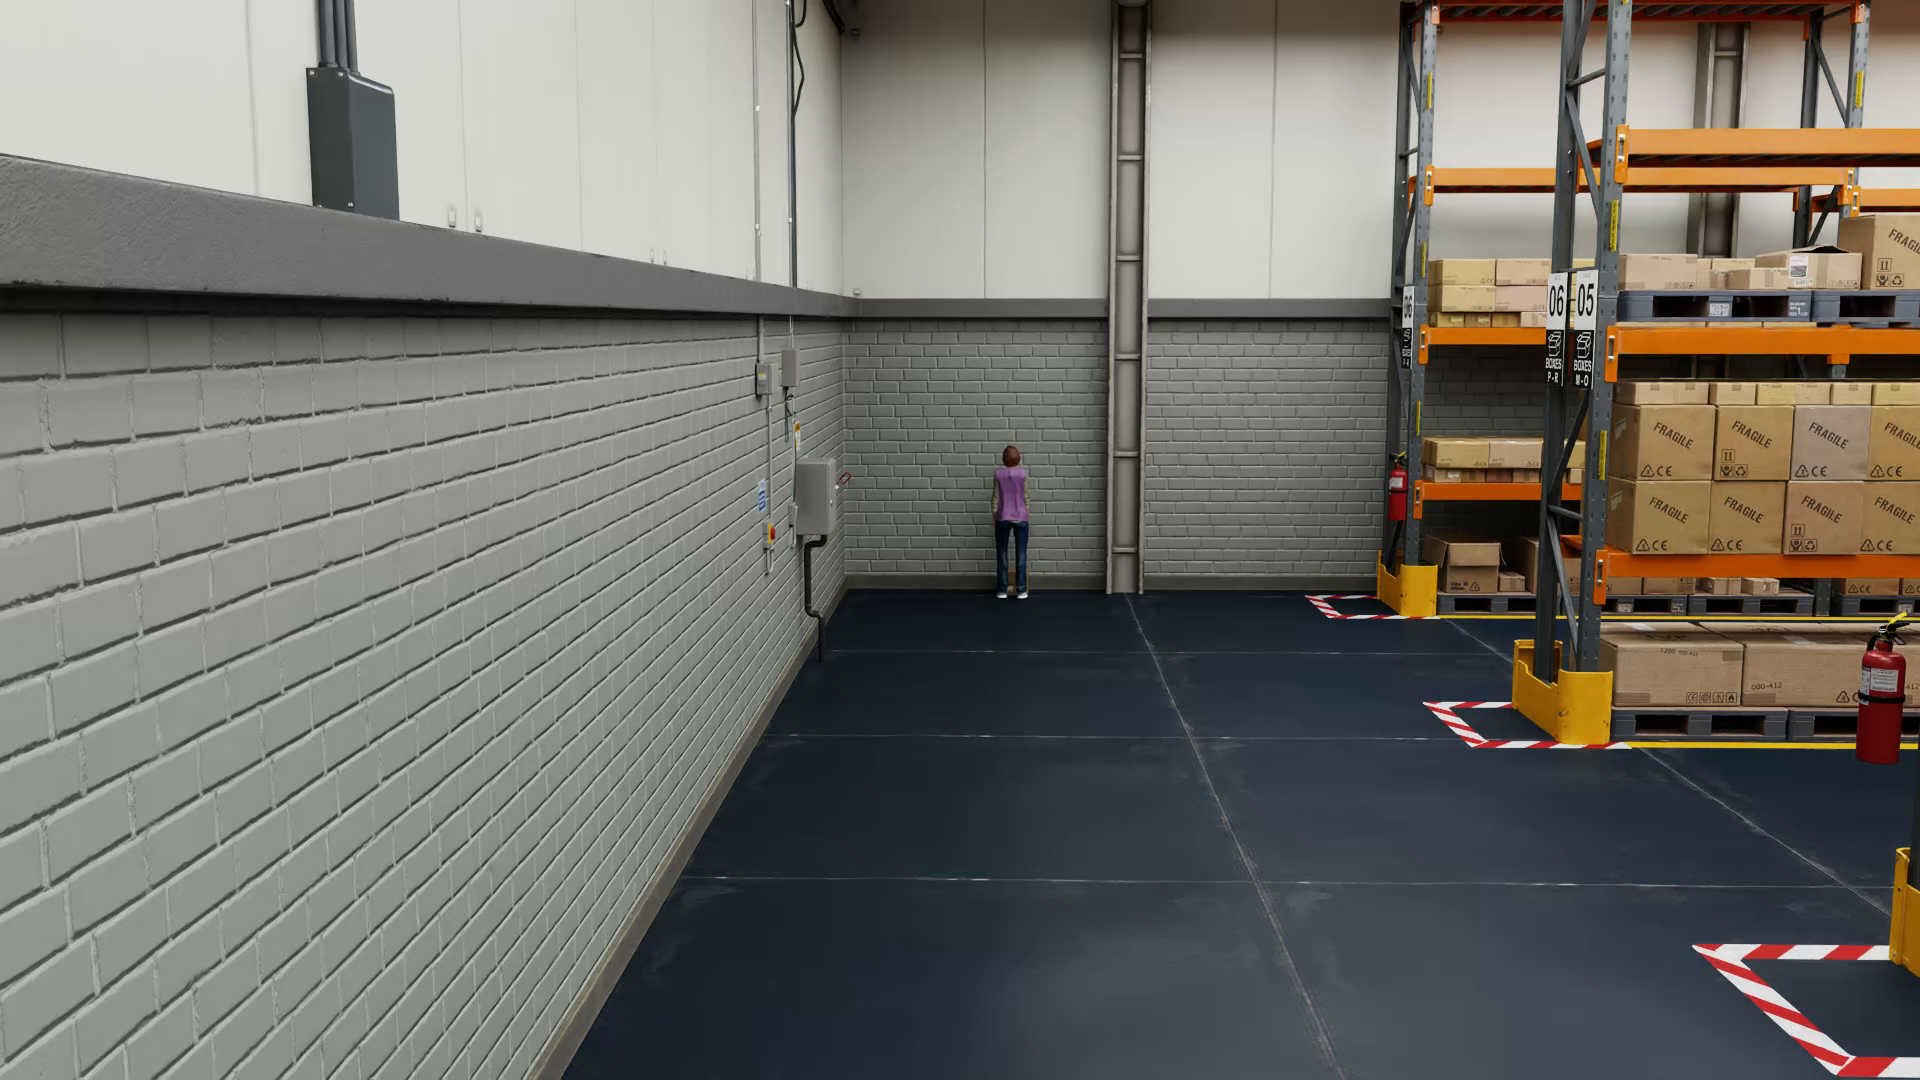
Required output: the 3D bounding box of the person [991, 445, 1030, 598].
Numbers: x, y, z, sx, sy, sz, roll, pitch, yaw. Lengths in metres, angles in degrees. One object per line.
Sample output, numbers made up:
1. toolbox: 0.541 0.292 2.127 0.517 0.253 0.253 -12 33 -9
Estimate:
1. person: 0.523 -0.185 17.248 0.406 1.596 0.310 0 7 3
